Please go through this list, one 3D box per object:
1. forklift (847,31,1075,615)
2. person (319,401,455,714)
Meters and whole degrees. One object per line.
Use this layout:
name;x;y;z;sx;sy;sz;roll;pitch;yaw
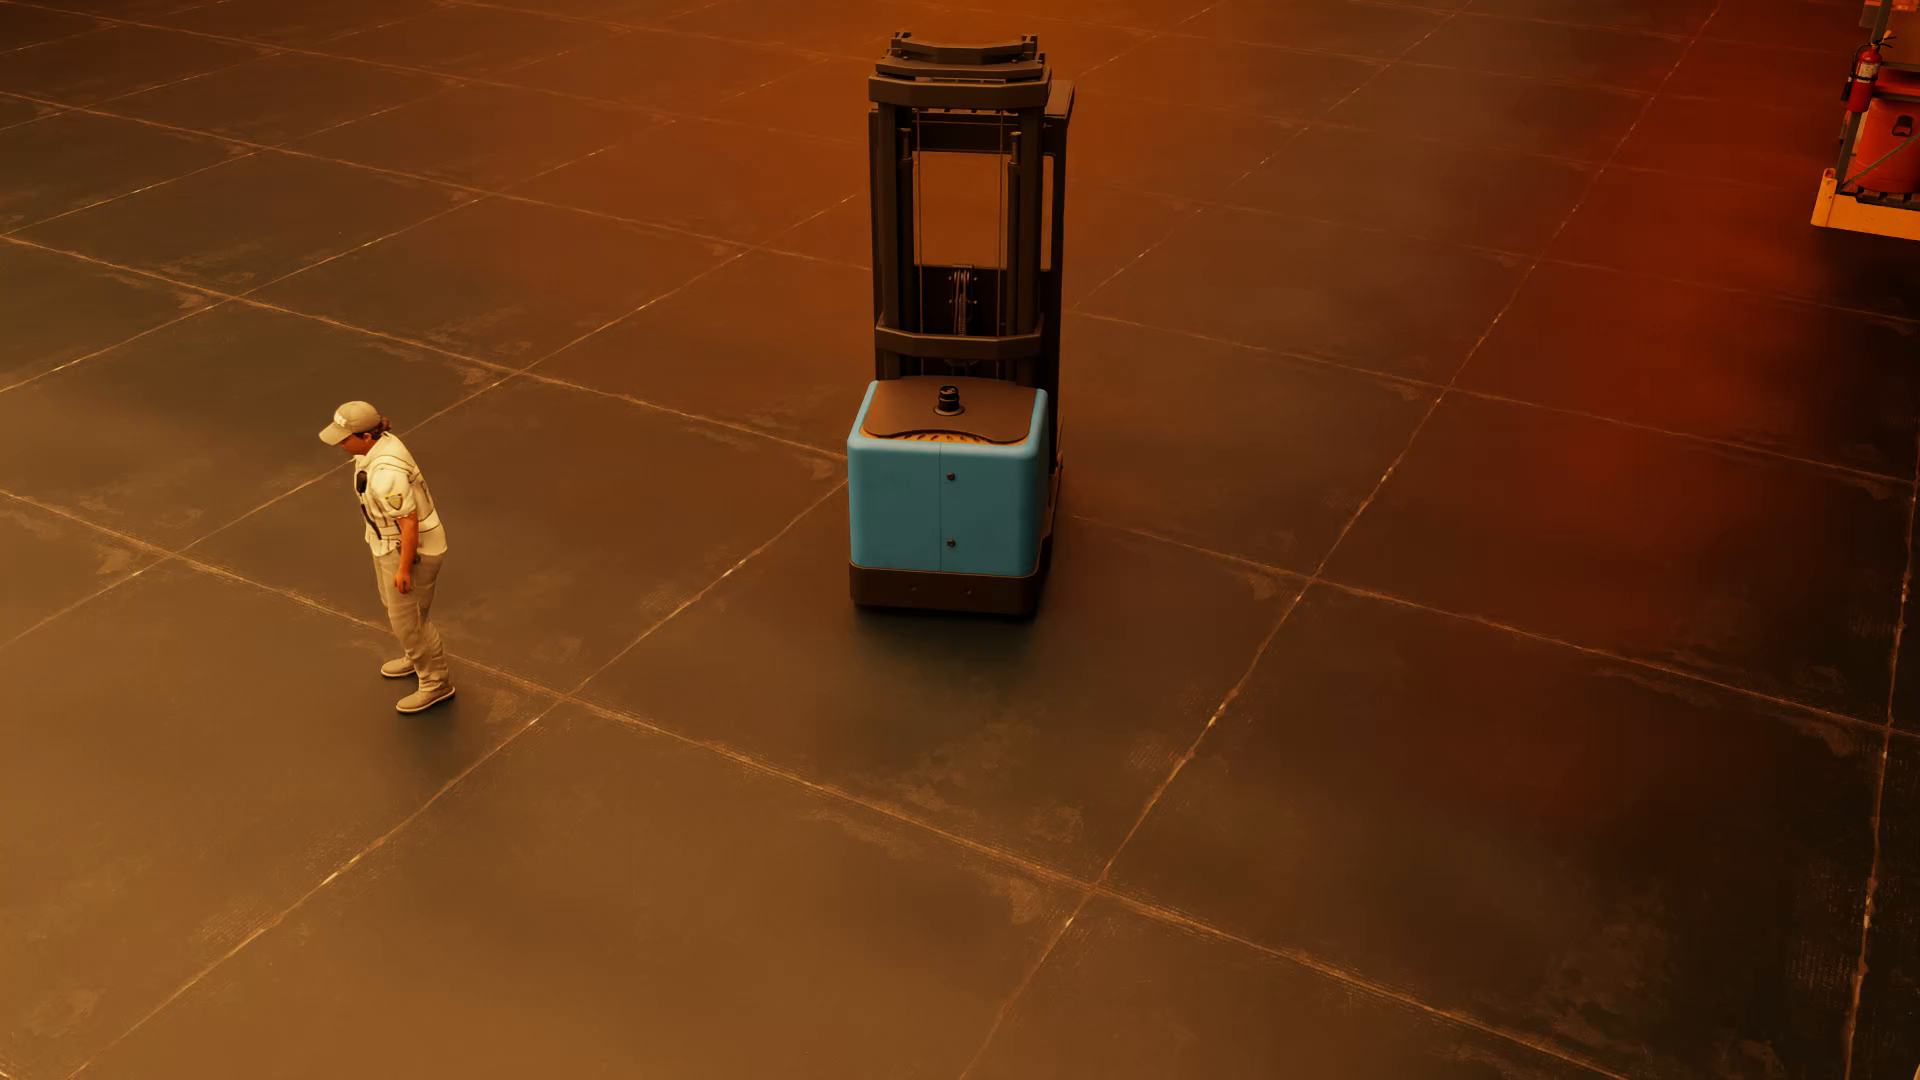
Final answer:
forklift;0.072;-1.572;9.794;1.130;2.935;3.031;3;30;6
person;-2.804;0.051;8.251;0.473;1.666;0.547;-15;33;-24
